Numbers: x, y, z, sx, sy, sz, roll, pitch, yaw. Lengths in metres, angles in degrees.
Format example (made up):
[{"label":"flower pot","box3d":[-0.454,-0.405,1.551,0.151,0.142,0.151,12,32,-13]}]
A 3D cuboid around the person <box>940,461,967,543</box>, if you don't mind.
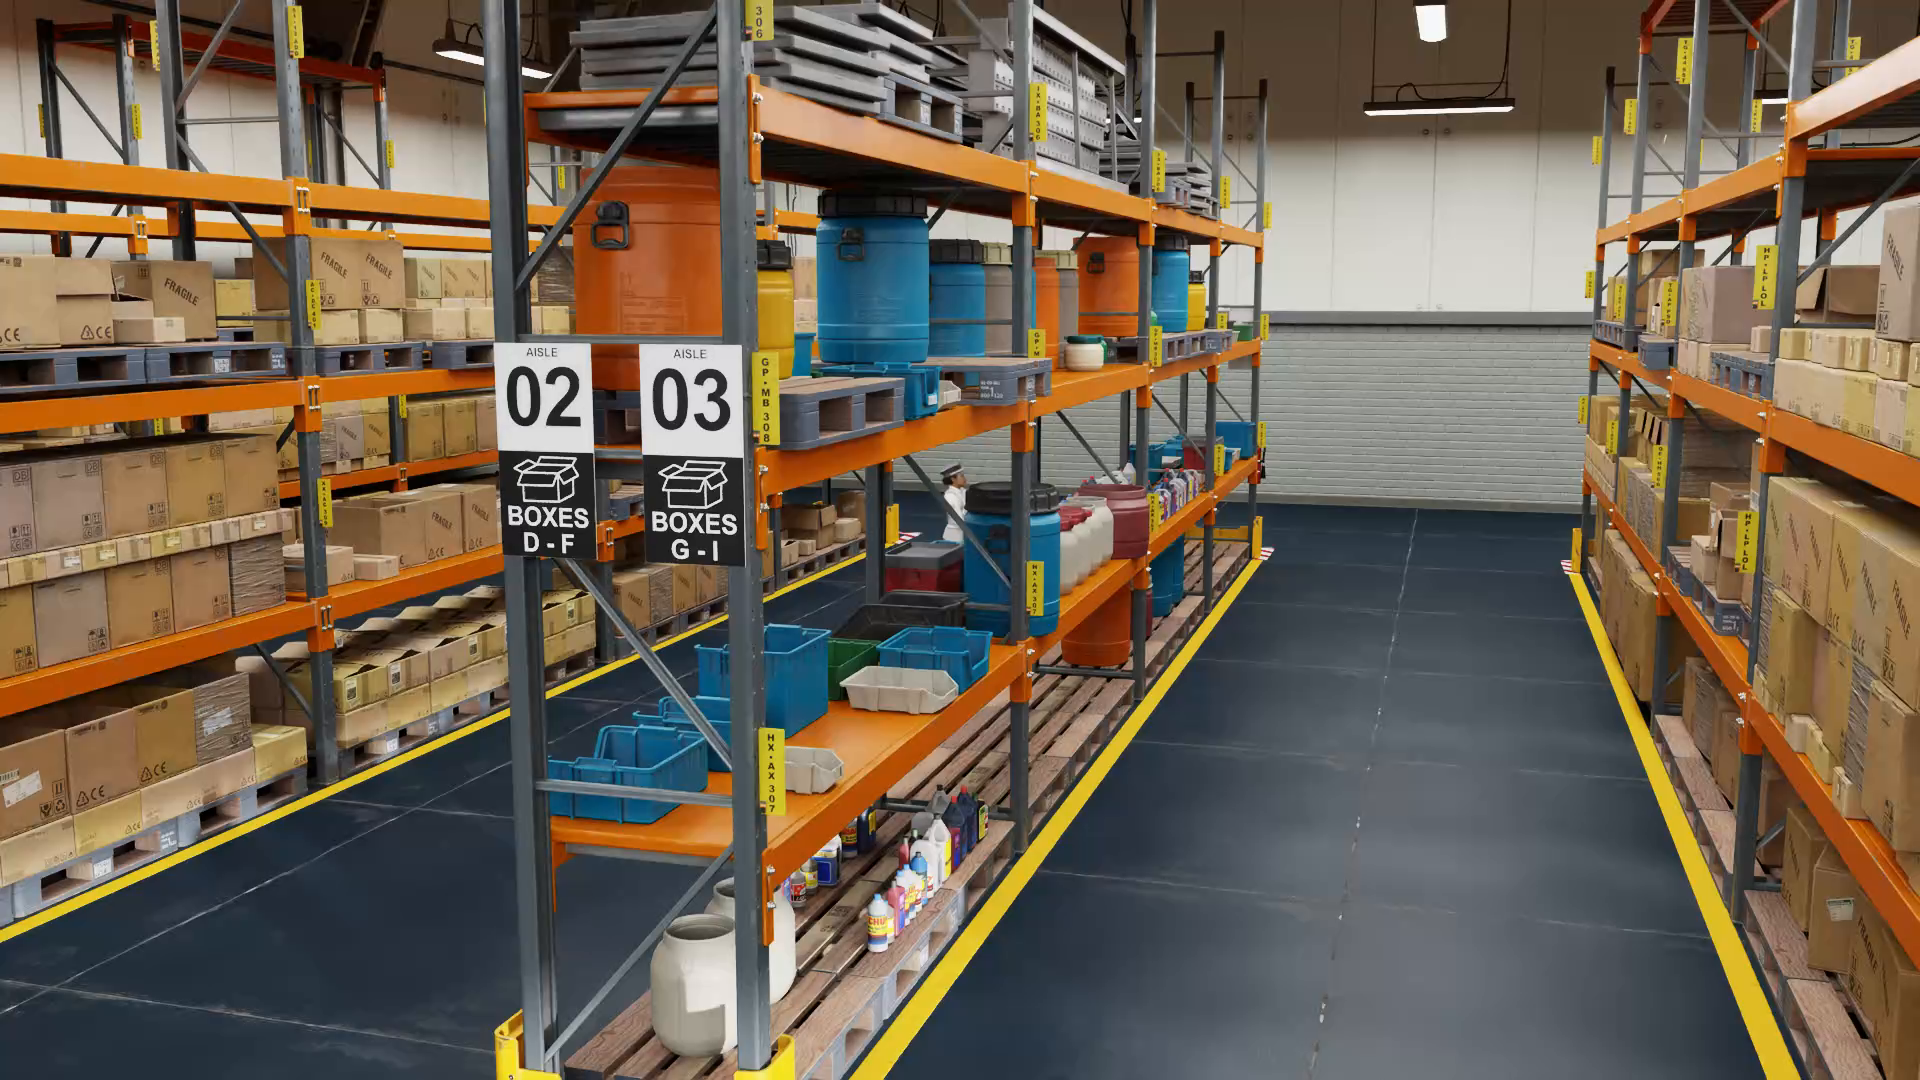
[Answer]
[{"label":"person","box3d":[0.060,0.035,17.018,0.557,1.686,0.460,3,9,17]}]
